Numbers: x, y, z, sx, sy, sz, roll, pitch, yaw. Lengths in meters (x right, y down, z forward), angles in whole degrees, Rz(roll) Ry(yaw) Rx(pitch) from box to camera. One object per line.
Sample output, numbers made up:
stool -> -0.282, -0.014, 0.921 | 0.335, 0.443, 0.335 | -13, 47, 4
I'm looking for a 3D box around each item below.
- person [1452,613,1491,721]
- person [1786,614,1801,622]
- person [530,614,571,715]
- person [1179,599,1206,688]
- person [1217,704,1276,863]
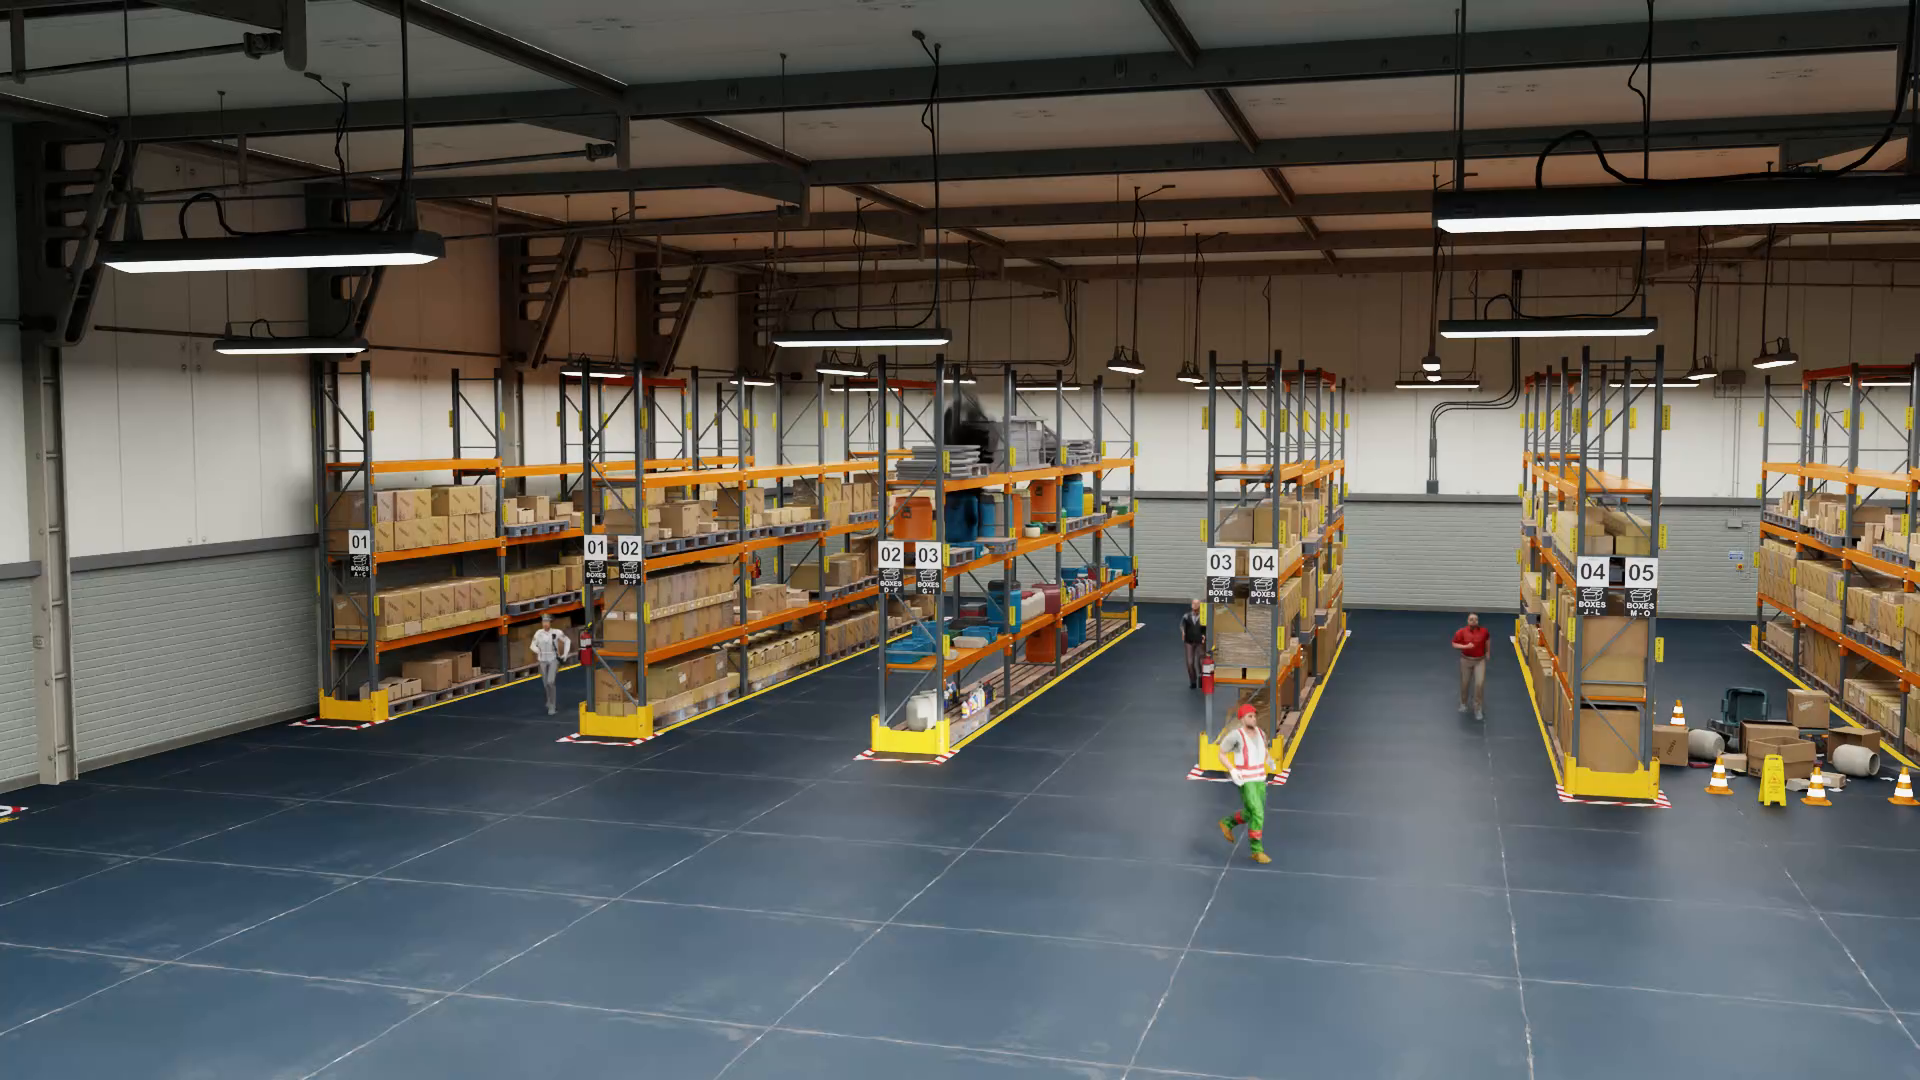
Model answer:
person -> 8.658, 2.125, 28.161 | 0.664, 1.793, 0.847 | 1, 4, 10
person -> 18.820, 1.473, 37.459 | 0.715, 1.705, 0.550 | -3, 5, -34
person -> -7.053, 2.131, 28.589 | 0.631, 1.770, 0.739 | 0, 4, 5
person -> 4.413, 1.940, 31.156 | 0.656, 1.673, 0.606 | 1, 4, 16
person -> 3.294, 2.761, 19.103 | 0.646, 1.779, 0.816 | -3, 5, -35
